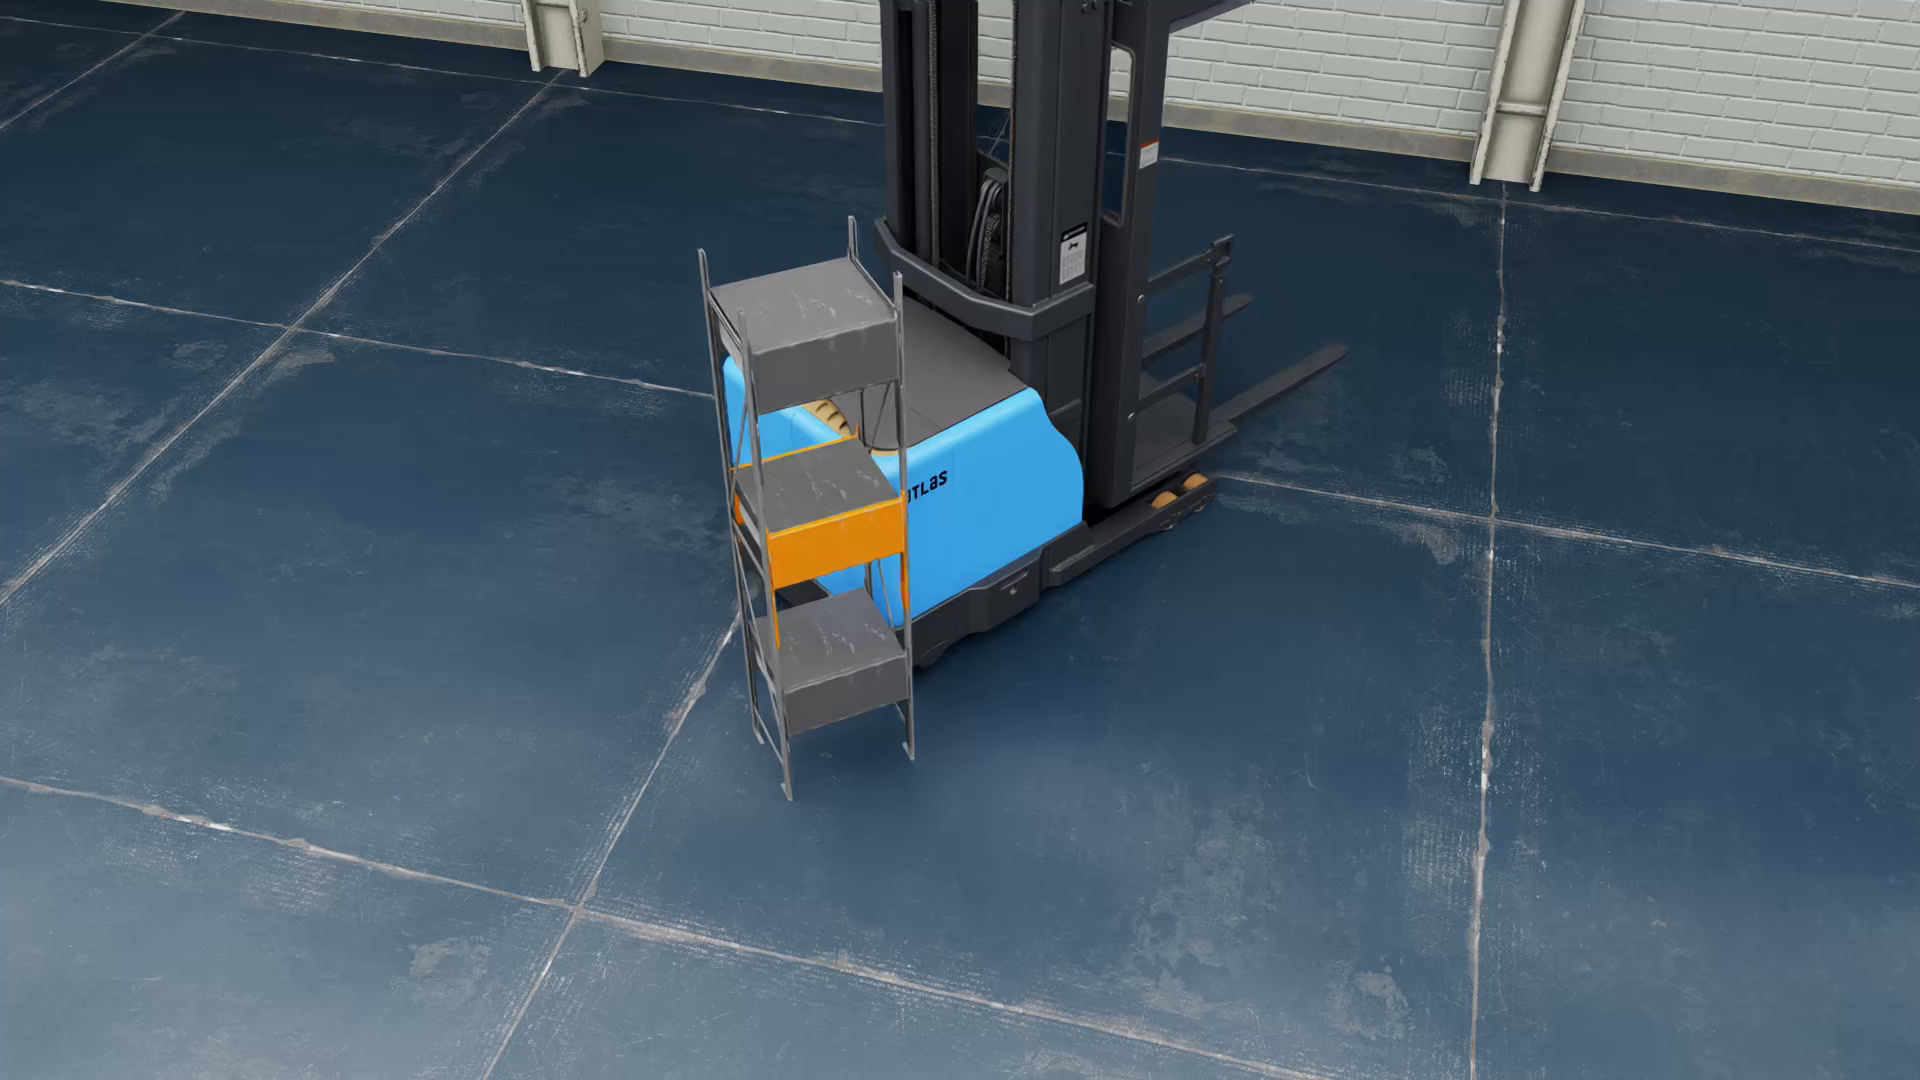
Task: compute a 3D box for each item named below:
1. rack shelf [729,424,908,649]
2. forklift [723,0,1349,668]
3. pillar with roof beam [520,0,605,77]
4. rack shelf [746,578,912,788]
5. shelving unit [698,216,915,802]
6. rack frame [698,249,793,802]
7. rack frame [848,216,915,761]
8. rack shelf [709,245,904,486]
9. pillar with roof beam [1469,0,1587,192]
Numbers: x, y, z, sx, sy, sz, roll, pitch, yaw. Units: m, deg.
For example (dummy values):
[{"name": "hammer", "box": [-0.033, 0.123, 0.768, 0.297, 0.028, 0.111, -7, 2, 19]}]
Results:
[{"name": "rack shelf", "box": [-0.482, -0.015, 5.656, 0.480, 0.518, 0.431, -16, 43, -19]}, {"name": "forklift", "box": [0.511, -1.399, 6.636, 3.031, 2.935, 1.130, -29, 48, -30]}, {"name": "pillar with roof beam", "box": [-3.695, -3.919, 4.920, 0.400, 9.000, 9.100, 10, 41, 11]}, {"name": "rack shelf", "box": [-0.482, 0.522, 6.106, 0.480, 0.518, 0.431, -16, 43, -19]}, {"name": "shelving unit", "box": [-0.482, -0.025, 5.647, 0.503, 2.100, 0.431, -16, 43, -19]}, {"name": "rack frame", "box": [-0.704, 0.040, 5.569, 0.015, 2.100, 0.400, -16, 43, -19]}, {"name": "rack frame", "box": [-0.260, -0.090, 5.725, 0.015, 2.100, 0.400, -16, 43, -19]}, {"name": "rack shelf", "box": [-0.482, -0.551, 5.206, 0.480, 0.518, 0.431, -16, 43, -19]}, {"name": "pillar with roof beam", "box": [2.101, -2.922, 3.732, 0.400, 9.000, 9.100, 10, 41, 11]}]
